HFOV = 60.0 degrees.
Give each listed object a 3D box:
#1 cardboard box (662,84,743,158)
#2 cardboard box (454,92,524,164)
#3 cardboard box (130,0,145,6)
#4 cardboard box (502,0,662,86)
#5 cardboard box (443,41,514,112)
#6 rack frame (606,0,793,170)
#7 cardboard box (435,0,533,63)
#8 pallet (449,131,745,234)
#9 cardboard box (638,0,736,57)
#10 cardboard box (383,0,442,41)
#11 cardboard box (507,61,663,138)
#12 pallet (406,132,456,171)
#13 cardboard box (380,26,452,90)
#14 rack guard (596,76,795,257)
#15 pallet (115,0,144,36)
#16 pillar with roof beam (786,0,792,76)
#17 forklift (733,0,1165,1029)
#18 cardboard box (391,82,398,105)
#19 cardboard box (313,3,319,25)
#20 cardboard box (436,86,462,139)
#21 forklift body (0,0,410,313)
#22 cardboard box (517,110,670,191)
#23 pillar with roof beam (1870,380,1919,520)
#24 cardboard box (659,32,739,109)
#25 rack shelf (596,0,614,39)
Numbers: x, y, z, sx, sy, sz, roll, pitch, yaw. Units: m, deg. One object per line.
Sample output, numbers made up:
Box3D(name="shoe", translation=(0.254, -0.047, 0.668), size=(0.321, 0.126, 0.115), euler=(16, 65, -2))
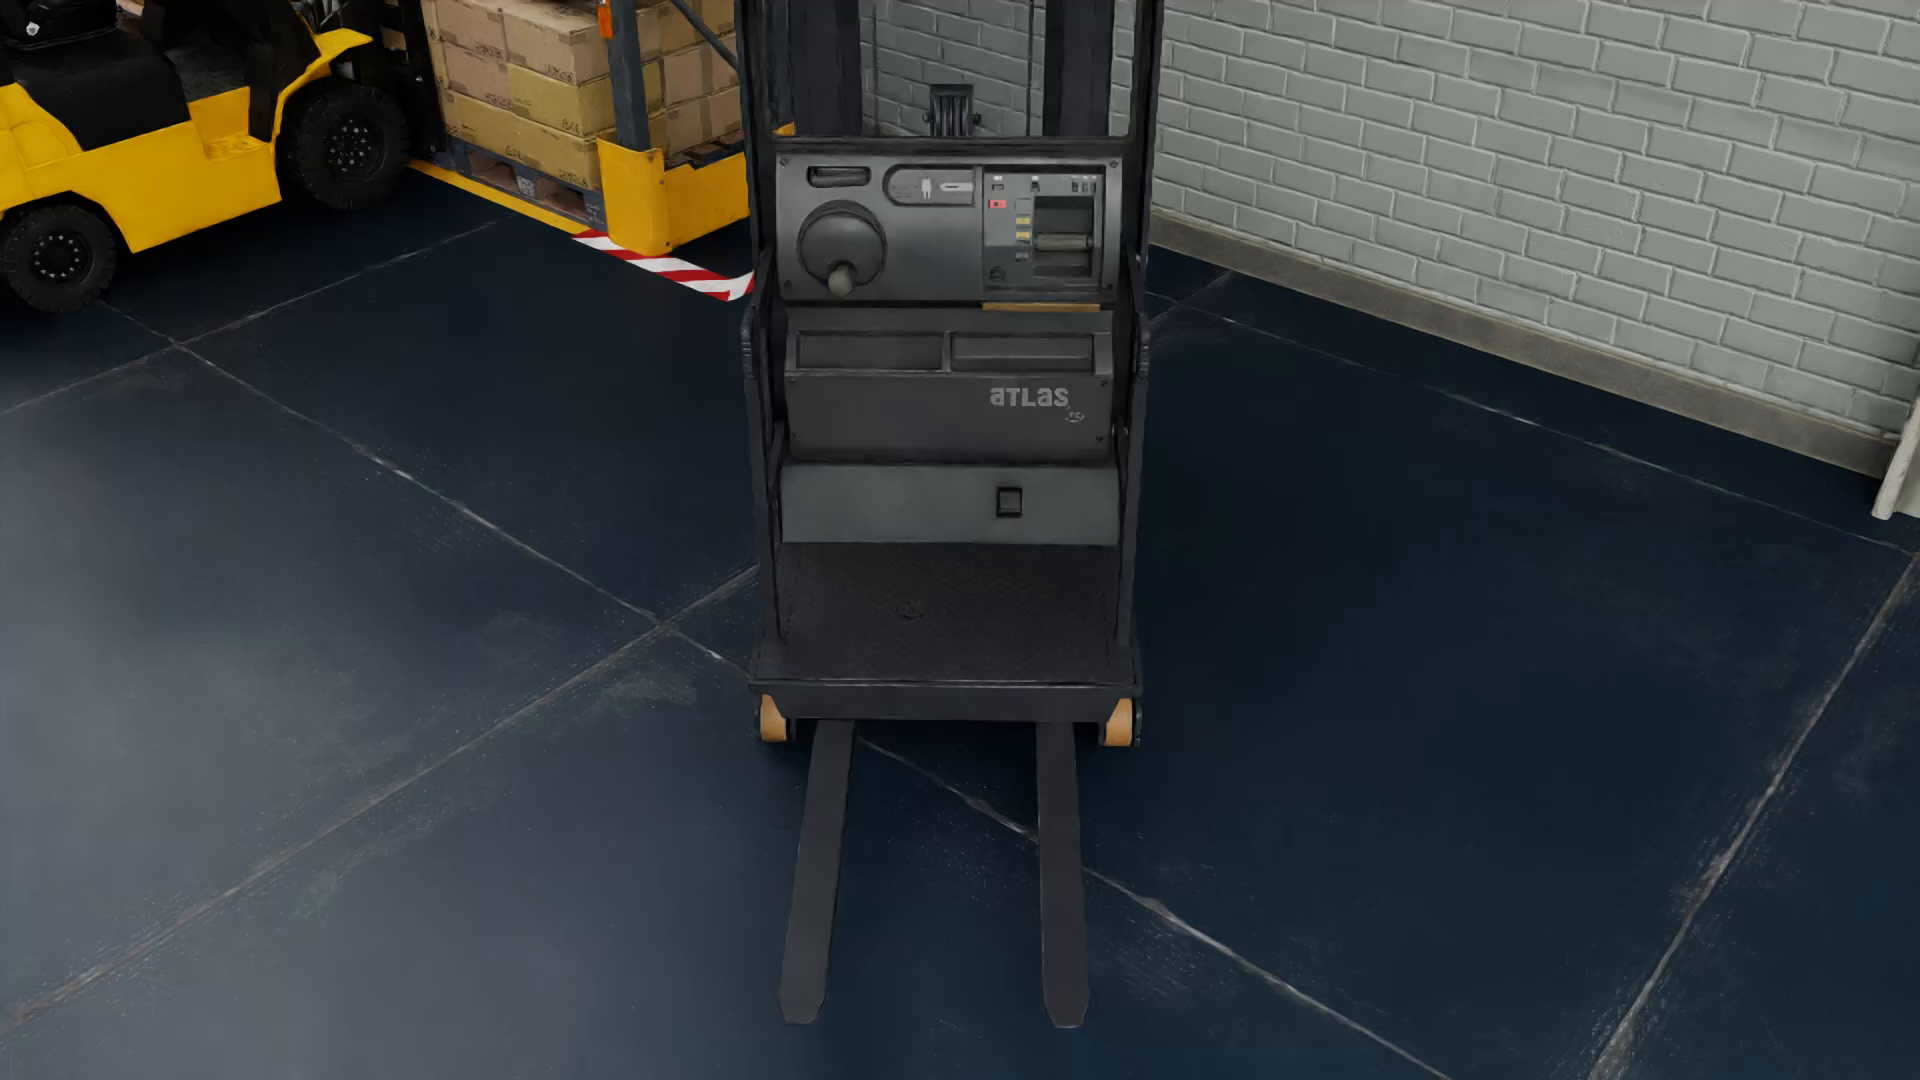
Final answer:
Box3D(name="cardboard box", translation=(-1.439, -2.152, 8.292), size=(0.500, 0.250, 0.500), euler=(25, 42, 32))
Box3D(name="cardboard box", translation=(-2.126, -2.106, 8.225), size=(0.500, 0.250, 0.500), euler=(25, 42, 32))
Box3D(name="cardboard box", translation=(-4.669, -3.676, 10.180), size=(0.625, 0.625, 0.875), euler=(27, 43, 34))
Box3D(name="cardboard box", translation=(-1.740, -2.332, 7.671), size=(0.500, 0.250, 0.500), euler=(27, 43, 33))
Box3D(name="cardboard box", translation=(-2.139, -2.322, 8.097), size=(0.500, 0.250, 0.500), euler=(25, 42, 31))
Box3D(name="rack frame", translation=(-1.186, -2.849, 7.249), size=(0.127, 3.000, 1.000), euler=(25, 42, 32))
Box3D(name="cardboard box", translation=(-2.136, -2.515, 7.937), size=(0.500, 0.250, 0.500), euler=(26, 42, 33))
Box3D(name="pallet", translation=(-1.801, -1.959, 8.415), size=(1.213, 0.211, 1.003), euler=(25, 42, 32))
Box3D(name="cardboard box", translation=(-1.435, -2.558, 7.999), size=(0.500, 0.250, 0.500), euler=(25, 41, 31))
Box3D(name="cardboard box", translation=(-2.530, -2.693, 8.196), size=(0.500, 0.250, 0.500), euler=(26, 42, 32))
Box3D(name="cardboard box", translation=(-1.760, -2.135, 7.826), size=(0.500, 0.250, 0.500), euler=(25, 41, 31))
Box3D(name="pallet", translation=(-2.734, -2.401, 9.059), size=(1.213, 0.211, 1.003), euler=(25, 42, 32))
Box3D(name="cardboard box", translation=(-2.549, -2.499, 8.356), size=(0.500, 0.250, 0.500), euler=(24, 41, 31))
Box3D(name="rack guard", translation=(-1.168, -1.810, 7.944), size=(0.348, 0.500, 1.175), euler=(25, 42, 32))
Box3D(name="pallet", translation=(-4.852, -3.399, 10.512), size=(1.213, 0.211, 1.003), euler=(25, 42, 32))
Box3D(name="pillar with roof beam", translation=(-3.899, -4.094, 3.762), size=(0.400, 9.000, 9.100), euler=(25, 42, 32))
Box3D(name="forklift", translation=(-0.032, -0.785, 4.304), size=(1.130, 2.935, 3.031), euler=(1, 34, 1))
Box3D(name="cardboard box", translation=(-2.918, -2.469, 8.754), size=(0.500, 0.250, 0.500), euler=(27, 43, 33))
Box3D(name="cardboard box", translation=(-3.319, -2.866, 8.889), size=(0.500, 0.250, 0.500), euler=(25, 42, 31))
Box3D(name="cardboard box", translation=(-2.504, -2.291, 8.494), size=(0.500, 0.250, 0.500), euler=(26, 42, 32))
Box3D(name="forklift body", translation=(-3.811, -2.393, 7.334), size=(1.214, 2.155, 2.313), euler=(25, 42, 32))
Box3D(name="cardboard box", translation=(-1.750, -1.922, 7.956), size=(0.500, 0.250, 0.500), euler=(26, 42, 32))
Box3D(name="pillar with roof beam", translation=(0.712, -1.920, 0.597), size=(0.400, 9.000, 9.100), euler=(25, 42, 32))
Box3D(name="cardboard box", translation=(-1.415, -2.356, 8.147), size=(0.500, 0.250, 0.500), euler=(26, 42, 33))
Box3D(name="rack shelf", translation=(-2.723, -3.277, 8.508), size=(4.000, 0.370, 1.077), euler=(25, 42, 32))
